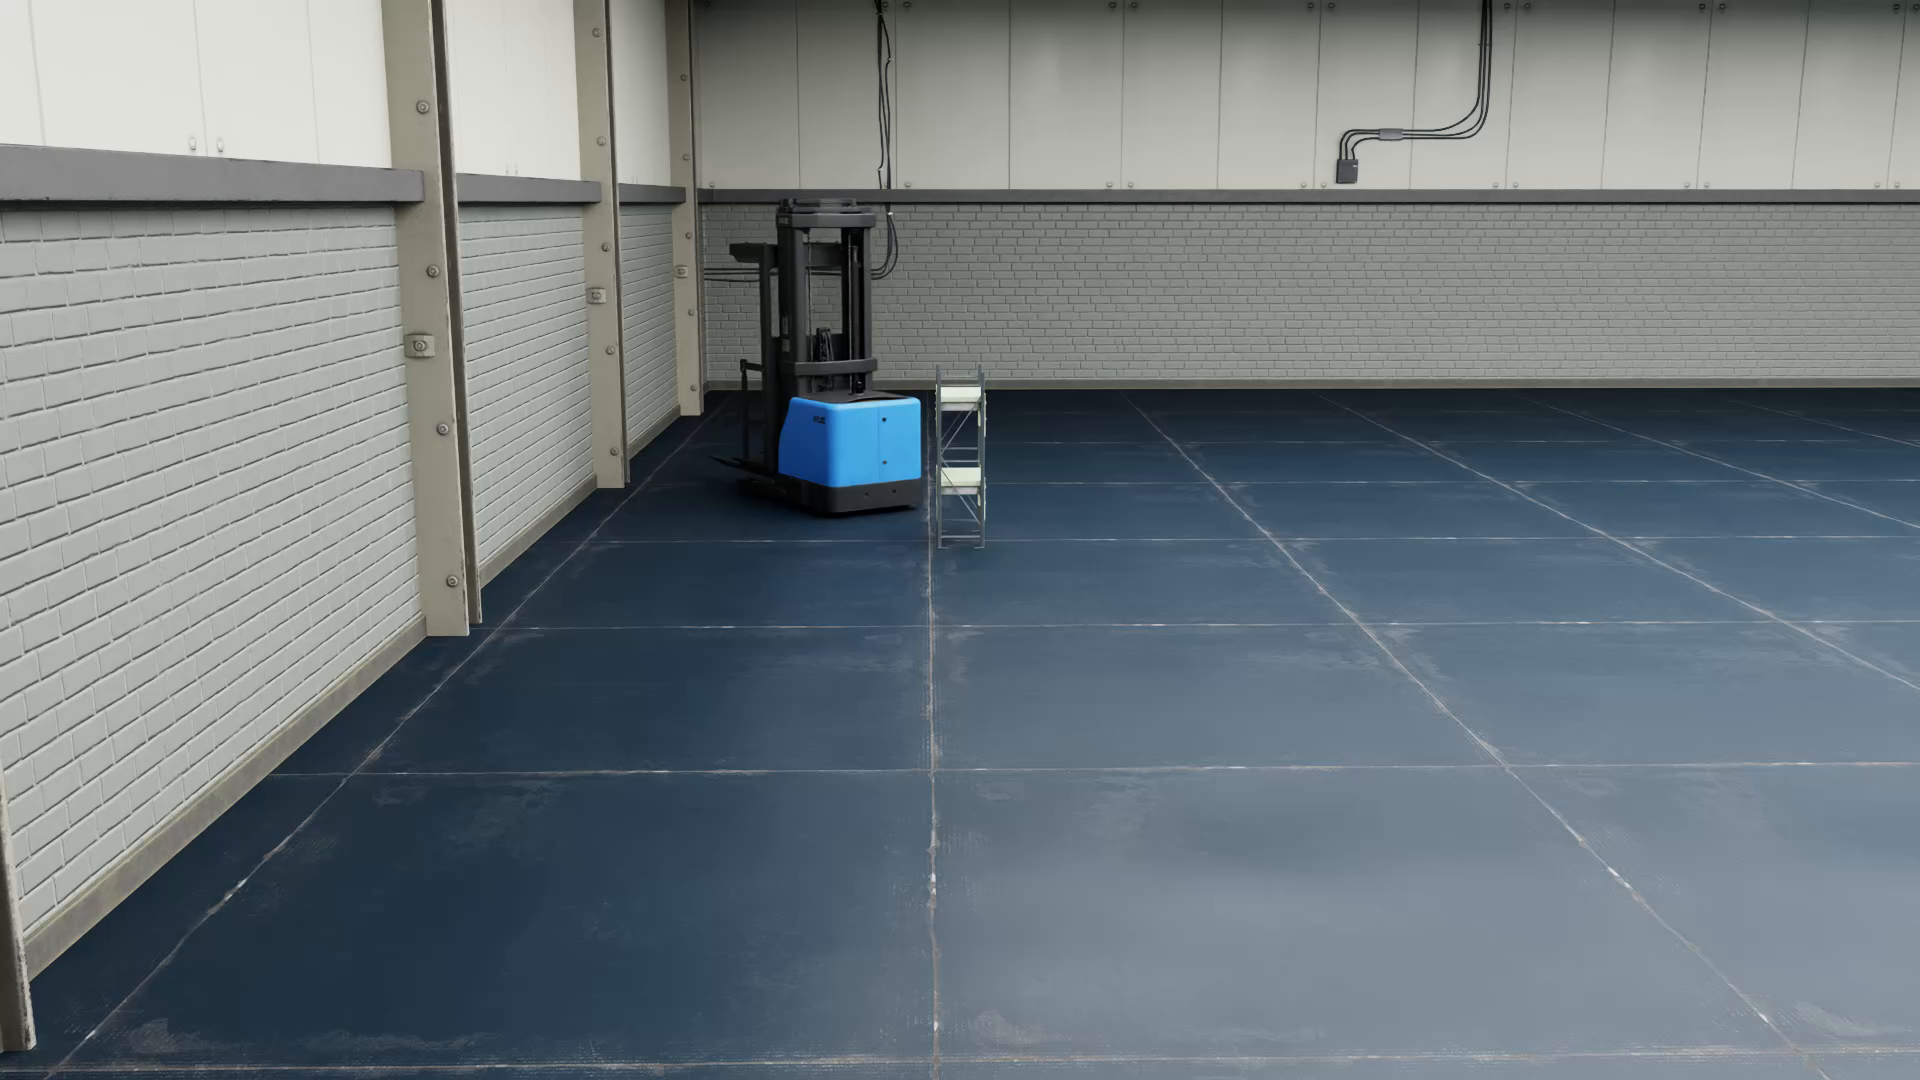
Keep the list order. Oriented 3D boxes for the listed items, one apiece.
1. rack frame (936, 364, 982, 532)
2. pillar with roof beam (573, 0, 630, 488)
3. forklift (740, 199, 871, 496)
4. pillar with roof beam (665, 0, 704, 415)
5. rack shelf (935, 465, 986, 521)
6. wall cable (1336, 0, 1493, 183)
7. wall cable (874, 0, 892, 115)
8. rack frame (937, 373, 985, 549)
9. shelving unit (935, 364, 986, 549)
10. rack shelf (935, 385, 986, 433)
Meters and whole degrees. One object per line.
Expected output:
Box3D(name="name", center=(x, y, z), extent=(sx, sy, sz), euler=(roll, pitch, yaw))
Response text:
Box3D(name="rack frame", center=(-0.008, -0.809, 14.775), extent=(0.400, 1.500, 0.023), euler=(0, 11, -1))
Box3D(name="pillar with roof beam", center=(0.661, -5.006, 16.602), extent=(9.100, 9.000, 0.400), euler=(0, 11, -1))
Box3D(name="forklift", center=(-1.596, -1.919, 16.647), extent=(1.121, 2.935, 3.031), euler=(-8, 14, -33))
Box3D(name="pillar with roof beam", center=(0.537, -6.199, 22.481), extent=(9.100, 9.000, 0.400), euler=(0, 11, -1))
Box3D(name="rack shelf", center=(0.000, -0.417, 14.481), extent=(0.431, 0.370, 0.720), euler=(0, 11, -1))
Box3D(name="wall cable", center=(6.986, -8.475, 25.146), extent=(2.305, 6.003, 0.169), euler=(0, 11, -1))
Box3D(name="wall cable", center=(0.199, -7.737, 25.169), extent=(3.097, 2.526, 0.112), euler=(0, 11, -1))
Box3D(name="rack frame", center=(0.007, -0.664, 14.058), extent=(0.400, 1.500, 0.023), euler=(0, 11, -1))
Box3D(name="shelving unit", center=(0.000, -0.736, 14.417), extent=(0.431, 1.500, 0.755), euler=(0, 11, -1))
Box3D(name="rack shelf", center=(0.000, -1.119, 14.339), extent=(0.431, 0.370, 0.720), euler=(0, 11, -1))
